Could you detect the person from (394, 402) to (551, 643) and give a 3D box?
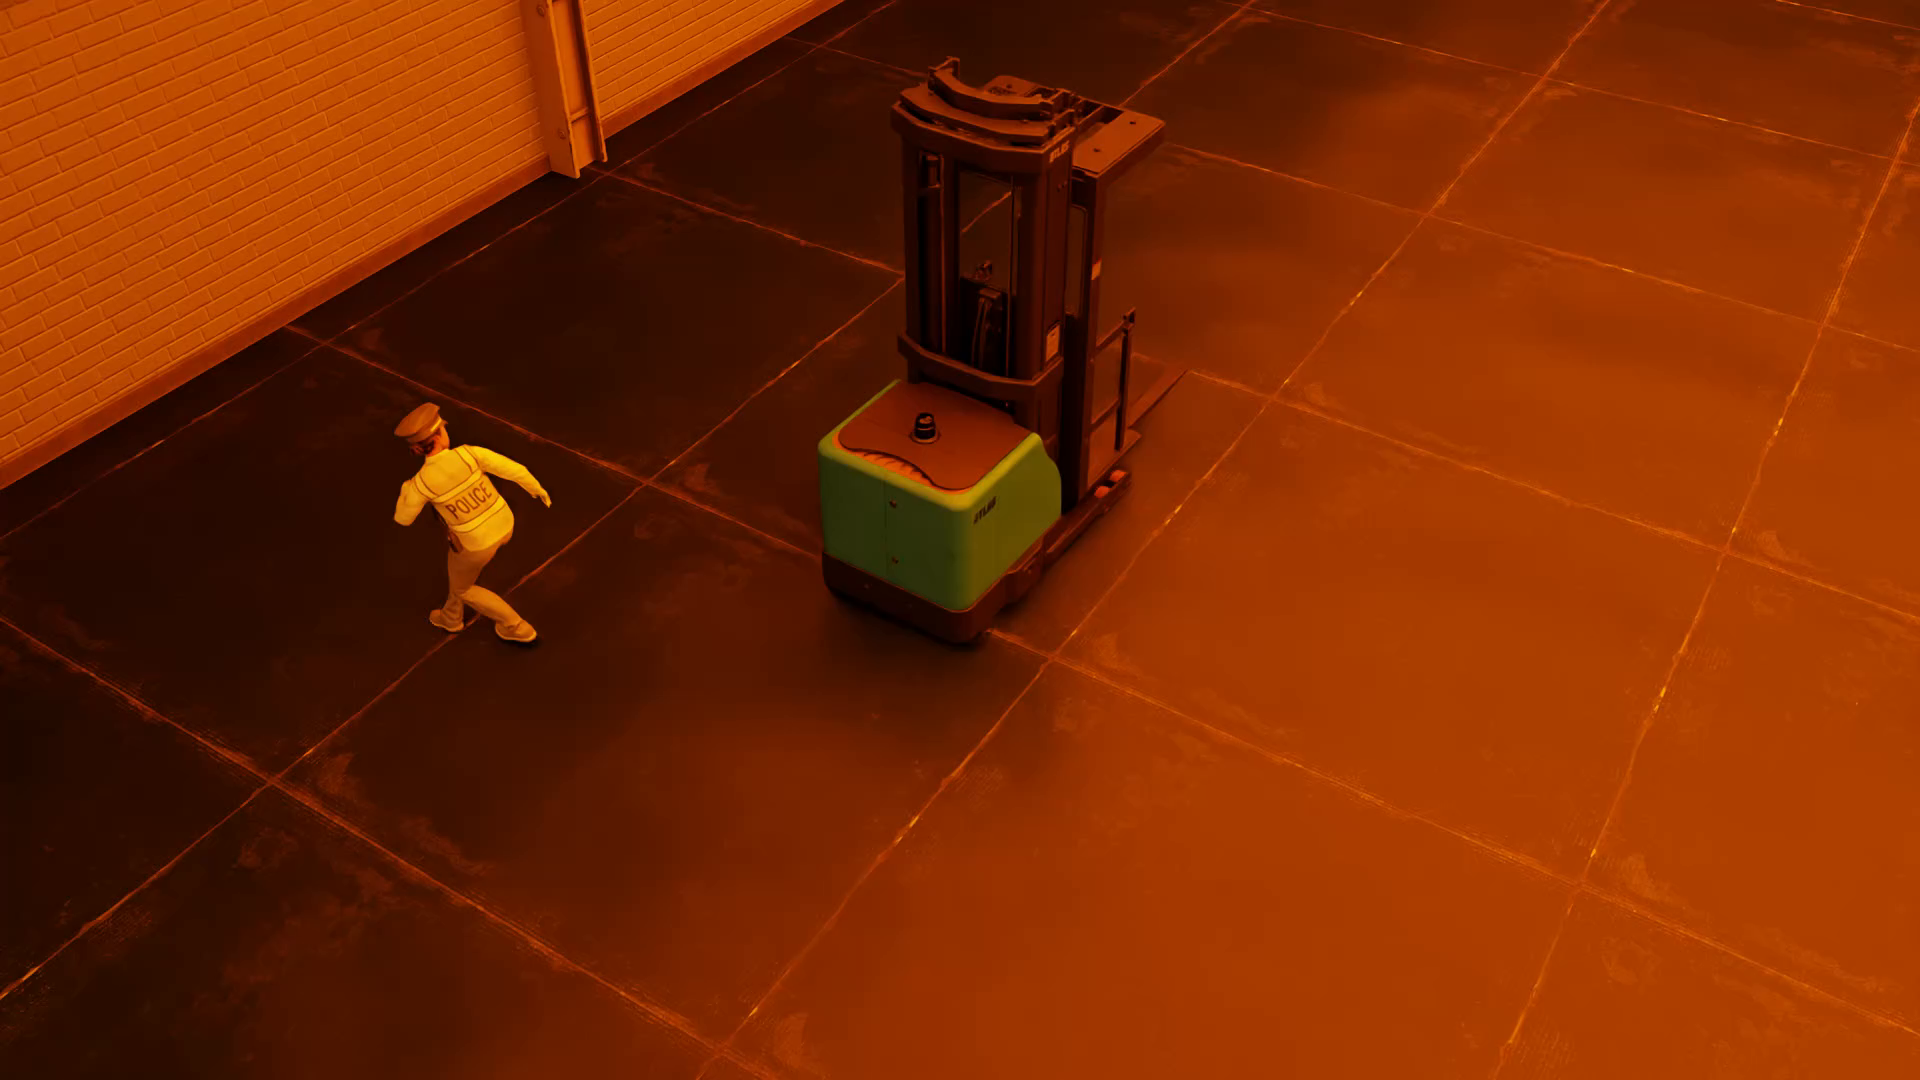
[{"bbox_3d":[-2.721,-0.127,9.211,0.777,1.563,0.742,25,46,26],"label":"person"}]

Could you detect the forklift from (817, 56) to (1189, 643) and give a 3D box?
[{"bbox_3d":[0.433,-1.452,9.680,1.130,2.935,3.031,24,46,25],"label":"forklift"}]
